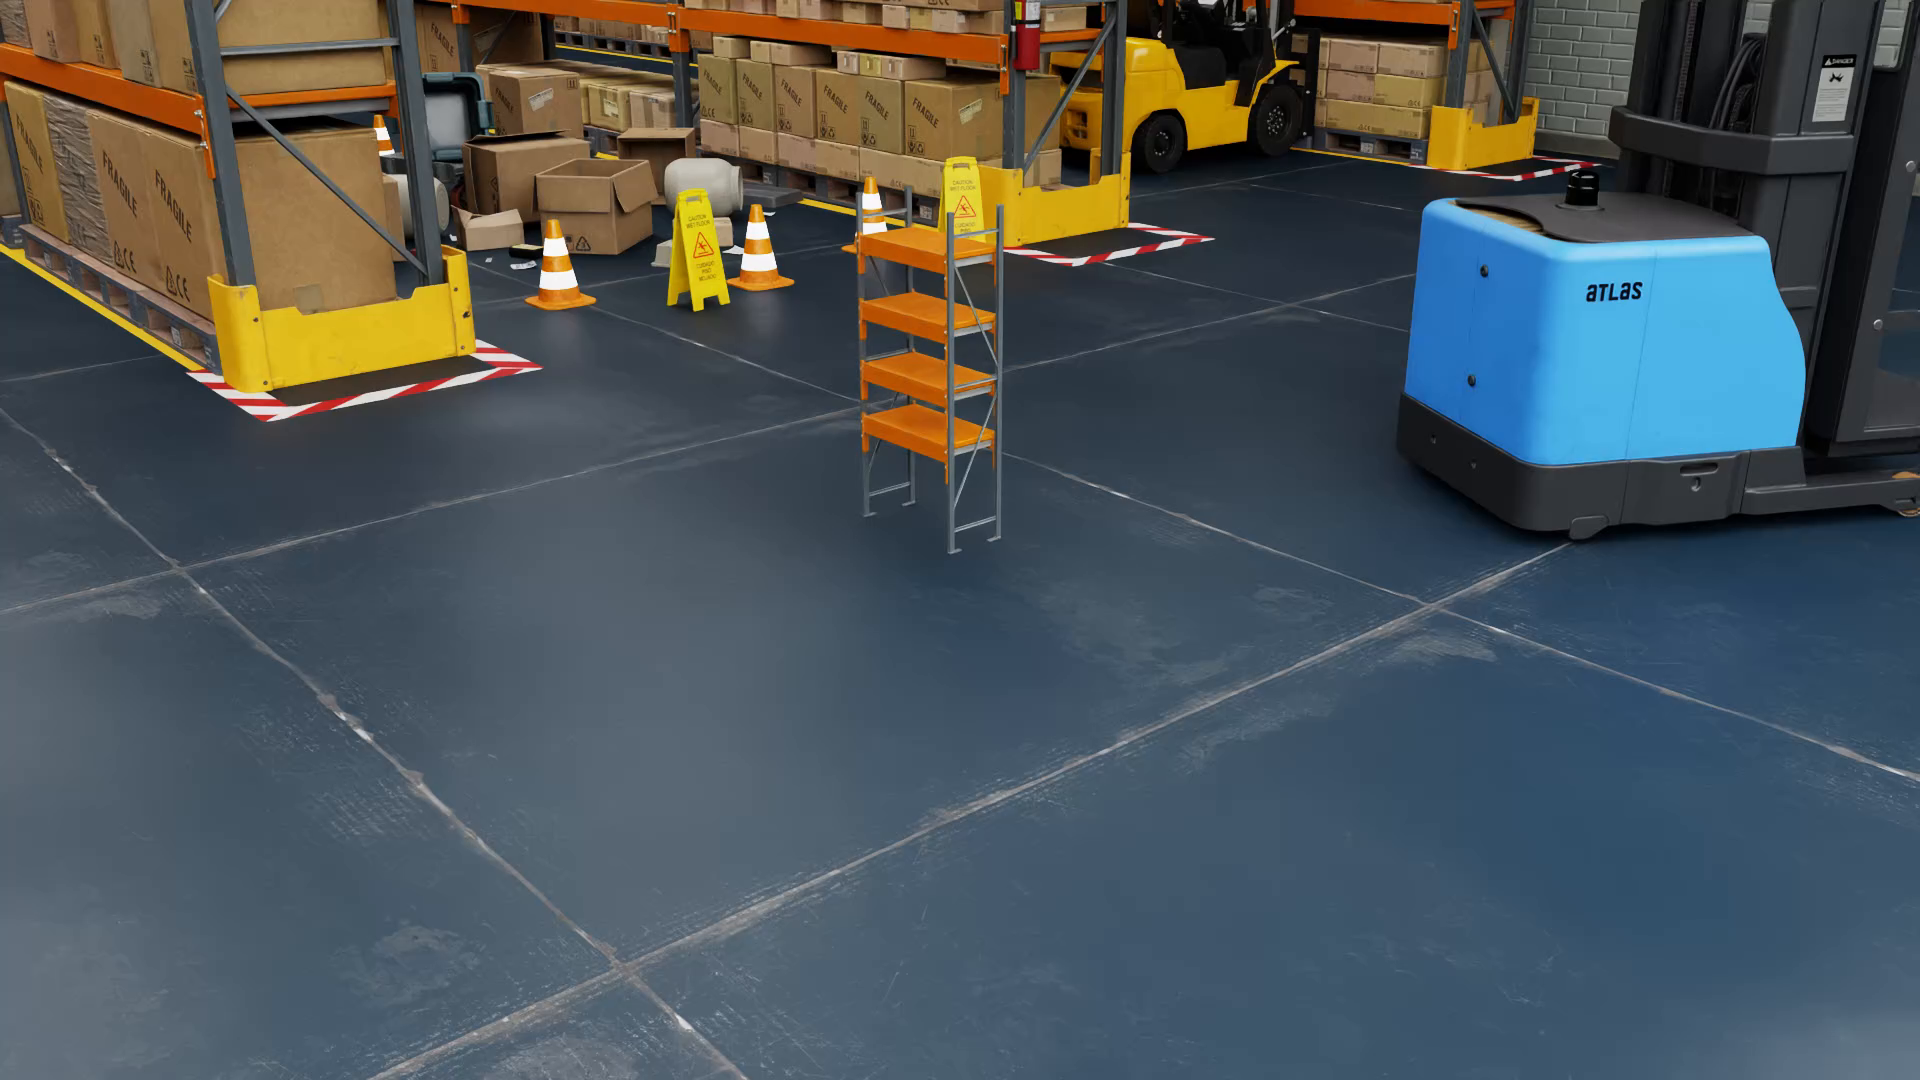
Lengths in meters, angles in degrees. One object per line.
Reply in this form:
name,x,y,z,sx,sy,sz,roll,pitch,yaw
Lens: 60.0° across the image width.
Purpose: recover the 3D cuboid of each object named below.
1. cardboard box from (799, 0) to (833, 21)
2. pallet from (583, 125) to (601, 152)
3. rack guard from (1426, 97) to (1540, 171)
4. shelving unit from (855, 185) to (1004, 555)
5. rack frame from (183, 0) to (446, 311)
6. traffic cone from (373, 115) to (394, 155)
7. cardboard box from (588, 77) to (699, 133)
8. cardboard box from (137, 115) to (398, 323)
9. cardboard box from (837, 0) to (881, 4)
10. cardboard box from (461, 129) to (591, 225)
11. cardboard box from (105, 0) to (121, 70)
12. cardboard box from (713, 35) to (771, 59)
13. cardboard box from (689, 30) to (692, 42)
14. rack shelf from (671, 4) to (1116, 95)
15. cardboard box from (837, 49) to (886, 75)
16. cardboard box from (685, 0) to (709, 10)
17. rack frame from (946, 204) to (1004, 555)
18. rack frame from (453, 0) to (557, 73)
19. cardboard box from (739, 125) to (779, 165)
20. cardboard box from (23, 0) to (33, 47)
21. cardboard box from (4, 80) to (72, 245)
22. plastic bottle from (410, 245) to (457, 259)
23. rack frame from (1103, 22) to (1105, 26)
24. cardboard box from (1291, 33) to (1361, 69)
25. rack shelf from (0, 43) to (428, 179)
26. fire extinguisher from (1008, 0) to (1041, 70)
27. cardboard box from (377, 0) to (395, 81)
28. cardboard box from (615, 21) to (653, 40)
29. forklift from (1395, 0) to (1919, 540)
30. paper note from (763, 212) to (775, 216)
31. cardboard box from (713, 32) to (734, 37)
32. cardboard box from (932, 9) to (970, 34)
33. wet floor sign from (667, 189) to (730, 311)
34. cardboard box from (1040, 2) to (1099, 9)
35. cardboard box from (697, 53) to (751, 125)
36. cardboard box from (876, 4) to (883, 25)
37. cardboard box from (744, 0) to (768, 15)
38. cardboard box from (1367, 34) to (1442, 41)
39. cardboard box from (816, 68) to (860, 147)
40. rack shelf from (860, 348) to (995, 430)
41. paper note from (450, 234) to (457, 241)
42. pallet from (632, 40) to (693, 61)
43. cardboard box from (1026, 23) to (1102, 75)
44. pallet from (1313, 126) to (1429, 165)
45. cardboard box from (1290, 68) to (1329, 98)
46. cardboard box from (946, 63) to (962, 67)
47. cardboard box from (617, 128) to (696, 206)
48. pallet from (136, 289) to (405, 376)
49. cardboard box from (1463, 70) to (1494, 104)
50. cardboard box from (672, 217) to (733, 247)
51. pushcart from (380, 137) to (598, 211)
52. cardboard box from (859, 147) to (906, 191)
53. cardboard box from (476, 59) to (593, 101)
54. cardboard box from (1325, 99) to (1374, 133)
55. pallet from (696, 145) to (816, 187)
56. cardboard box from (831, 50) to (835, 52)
cardboard box,-0.943,-3.874,12.106,0.380,0.149,0.250,-18,27,-38
pallet,-3.230,-3.826,15.464,1.003,0.211,1.213,-17,27,-37
rack guard,4.465,-3.480,14.183,1.175,0.500,0.348,-17,27,-37
shelving unit,-0.108,-0.604,5.882,0.258,1.200,0.503,-17,27,-37
rack frame,-2.993,-2.261,7.644,1.000,3.000,0.127,-17,27,-37
traffic cone,-4.737,-3.243,13.629,0.336,0.463,0.334,-17,27,-37
cardboard box,-2.736,-3.887,14.822,0.950,0.372,0.625,-15,26,-34
cardboard box,-3.485,-1.639,8.393,0.875,0.875,0.875,-17,27,-37
cardboard box,-0.519,-4.015,11.578,0.500,0.500,0.500,-18,27,-38
cardboard box,-2.990,-2.507,11.510,0.797,0.637,0.503,-17,27,-37
cardboard box,-3.915,-2.754,8.697,0.875,0.550,0.550,-17,27,-37
cardboard box,-1.703,-3.863,13.011,0.380,0.149,0.250,-17,27,-37
cardboard box,-3.636,-7.148,23.232,0.500,0.311,0.500,-16,27,-36
rack shelf,-0.614,-3.685,12.266,1.077,0.370,4.000,-17,27,-37
cardboard box,-0.652,-3.422,11.885,0.380,0.149,0.250,-16,27,-35
cardboard box,-1.957,-4.292,13.174,0.380,0.149,0.250,-18,27,-38
rack frame,0.051,-0.537,5.710,0.240,1.200,0.015,-17,27,-37
rack frame,-4.531,-5.678,16.367,1.000,3.000,0.127,-17,27,-37
cardboard box,-1.382,-3.116,13.021,0.500,0.250,0.500,-16,26,-34
cardboard box,-4.978,-3.191,9.811,0.875,0.550,0.550,-17,27,-37
cardboard box,-5.246,-2.382,10.291,0.875,0.875,0.875,-17,27,-37
plastic bottle,-3.350,-1.839,10.597,0.133,0.061,0.283,12,24,27
rack frame,1.838,-5.755,16.565,1.000,3.000,0.127,-17,27,-37
cardboard box,3.238,-4.361,14.828,0.500,0.250,0.500,-17,27,-37
rack shelf,-4.298,-2.479,9.186,1.077,0.370,4.000,-17,27,-37
fire extinguisher,0.417,-3.290,10.377,0.296,0.674,0.183,-17,27,-37
cardboard box,-6.081,-5.589,18.479,0.875,0.875,0.875,-16,27,-36
cardboard box,-4.461,-7.379,23.561,0.700,0.500,0.500,-19,28,-39
forklift,3.334,-1.633,6.134,3.031,2.935,1.130,-5,22,-12
paper note,-1.415,-2.343,11.924,0.148,0.019,0.142,12,24,27
cardboard box,-2.883,-6.665,21.740,0.500,0.500,0.500,-18,28,-38
cardboard box,0.036,-3.447,11.015,0.380,0.149,0.250,-18,28,-38
wet floor sign,-1.474,-1.628,9.257,0.232,0.644,0.267,17,27,36
cardboard box,0.592,-3.849,11.154,0.500,0.500,0.500,-18,28,-38
cardboard box,-1.739,-3.610,13.254,0.500,0.500,0.500,-16,26,-35
cardboard box,-0.367,-3.691,11.638,0.380,0.149,0.250,-17,27,-37
cardboard box,-1.421,-4.092,12.663,0.380,0.149,0.250,-16,27,-36
cardboard box,3.950,-4.346,14.791,0.500,0.250,0.500,-17,27,-37
cardboard box,-0.697,-3.176,12.145,0.500,0.500,0.500,-18,28,-39
rack shelf,-0.108,-0.542,5.907,0.258,0.148,0.480,-17,27,-37
paper note,-3.331,-2.041,11.163,0.172,0.023,0.155,-8,23,-19
pallet,-3.831,-6.857,23.202,1.003,0.211,1.213,-17,27,-37
cardboard box,0.988,-5.203,17.835,0.875,0.625,0.625,-18,28,-38
pallet,3.918,-3.553,14.766,1.003,0.211,1.213,-17,27,-37
cardboard box,3.223,-4.137,14.942,0.500,0.250,0.500,-18,28,-39
cardboard box,-0.308,-3.311,12.491,0.500,0.500,0.500,-17,27,-36
cardboard box,-2.251,-2.790,12.418,0.500,0.500,0.500,0,21,-1
pallet,-3.574,-1.165,8.669,1.003,0.211,1.213,-17,27,-37
cardboard box,4.300,-3.978,14.535,0.500,0.250,0.500,-17,27,-36
cardboard box,-1.694,-2.021,10.940,0.380,0.149,0.250,-4,22,-10
pushcart,-3.614,-2.795,12.603,0.936,0.377,1.648,12,24,27
cardboard box,-0.372,-2.687,11.926,0.500,0.250,0.500,-17,27,-37
cardboard box,-4.169,-4.491,16.365,0.950,0.372,0.625,-20,29,-41
cardboard box,3.586,-3.760,14.665,0.500,0.250,0.500,-17,27,-37
pallet,-1.455,-3.097,13.602,1.003,0.211,1.213,-17,27,-37
cardboard box,-1.330,-3.738,13.580,0.500,0.500,0.500,-18,28,-38
